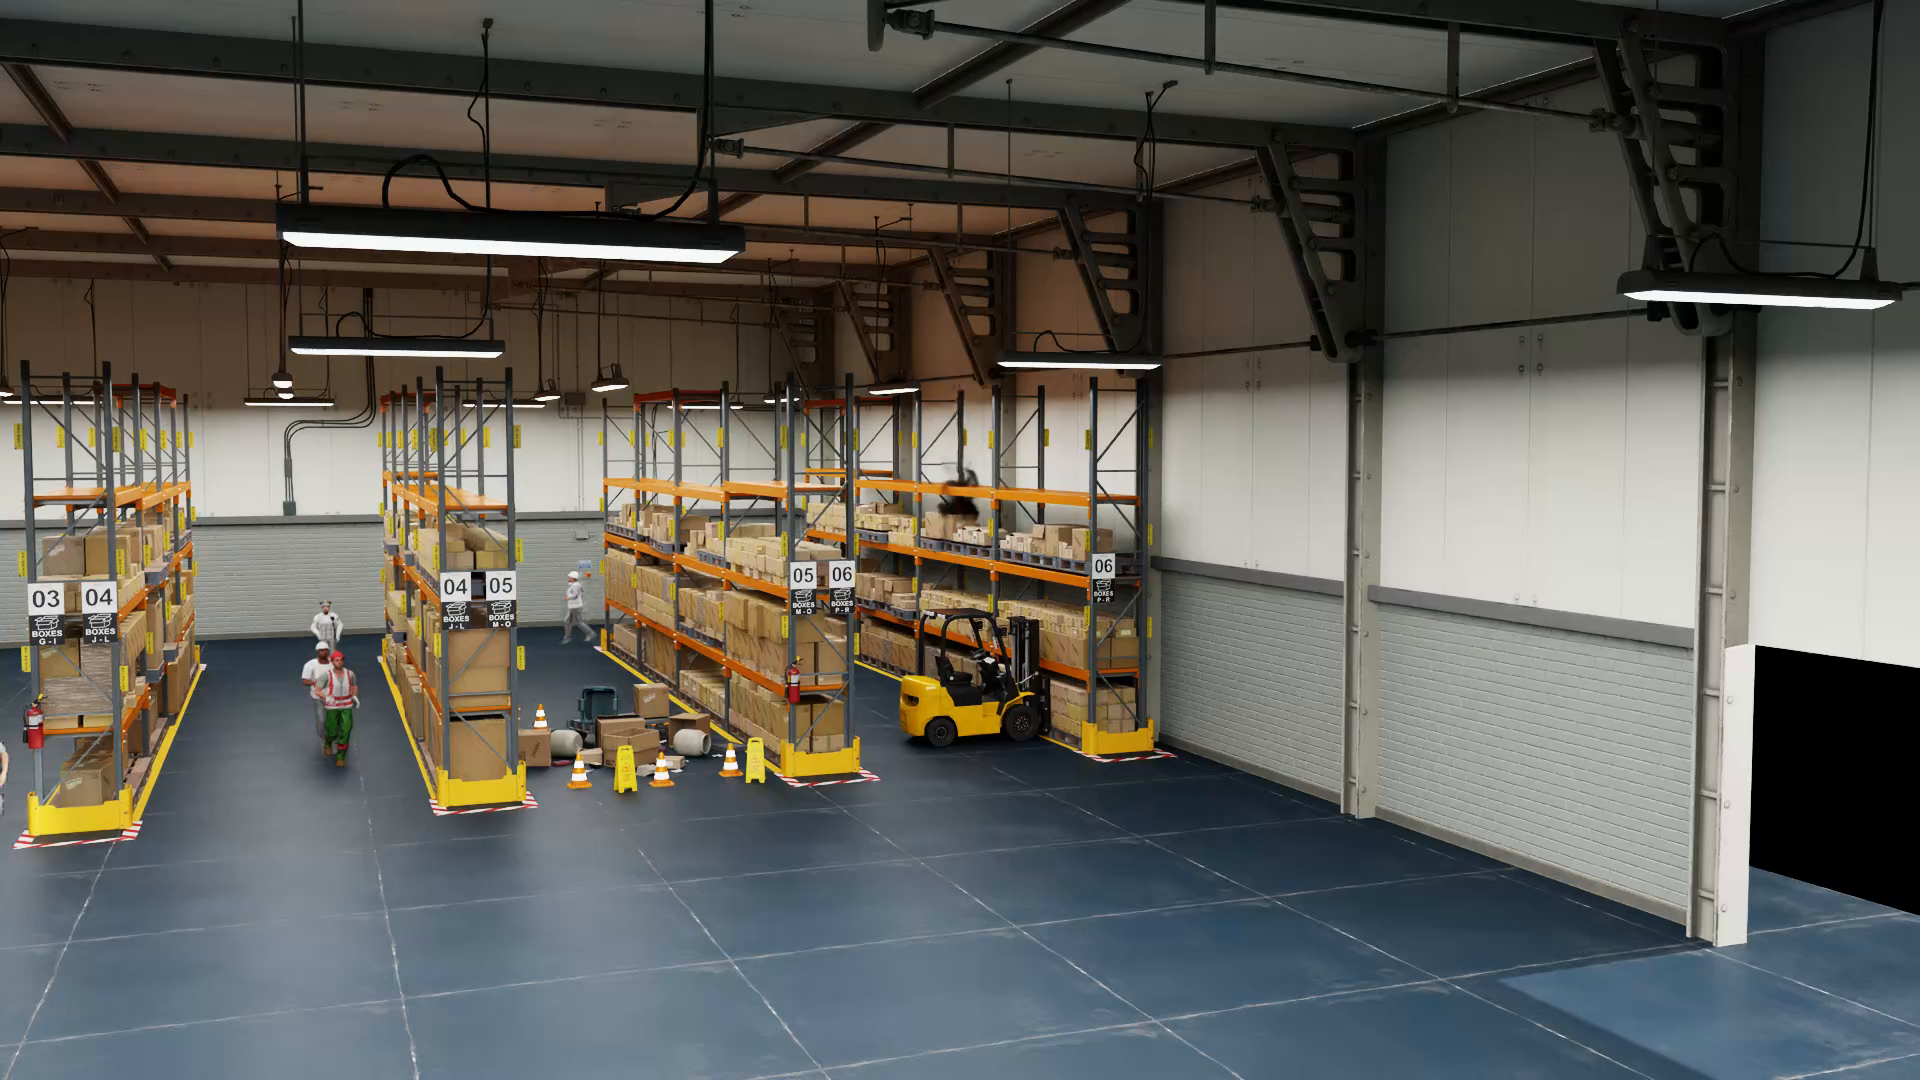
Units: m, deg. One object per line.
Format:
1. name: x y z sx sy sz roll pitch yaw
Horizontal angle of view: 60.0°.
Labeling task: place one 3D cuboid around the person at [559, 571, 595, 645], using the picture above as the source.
1. person: -9.348 1.665 40.584 0.876 1.802 0.663 -1 4 -17

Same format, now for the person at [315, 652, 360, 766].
1. person: -9.570 2.588 25.593 0.653 1.749 0.662 -3 4 -36

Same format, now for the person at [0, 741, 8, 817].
1. person: -11.837 2.978 20.165 0.637 1.630 0.588 3 5 44

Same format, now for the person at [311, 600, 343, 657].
1. person: -13.227 2.077 34.719 0.620 1.657 0.561 -1 4 -17

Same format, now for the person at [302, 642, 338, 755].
1. person: -10.158 2.530 26.583 0.672 1.824 0.762 -2 4 -29
